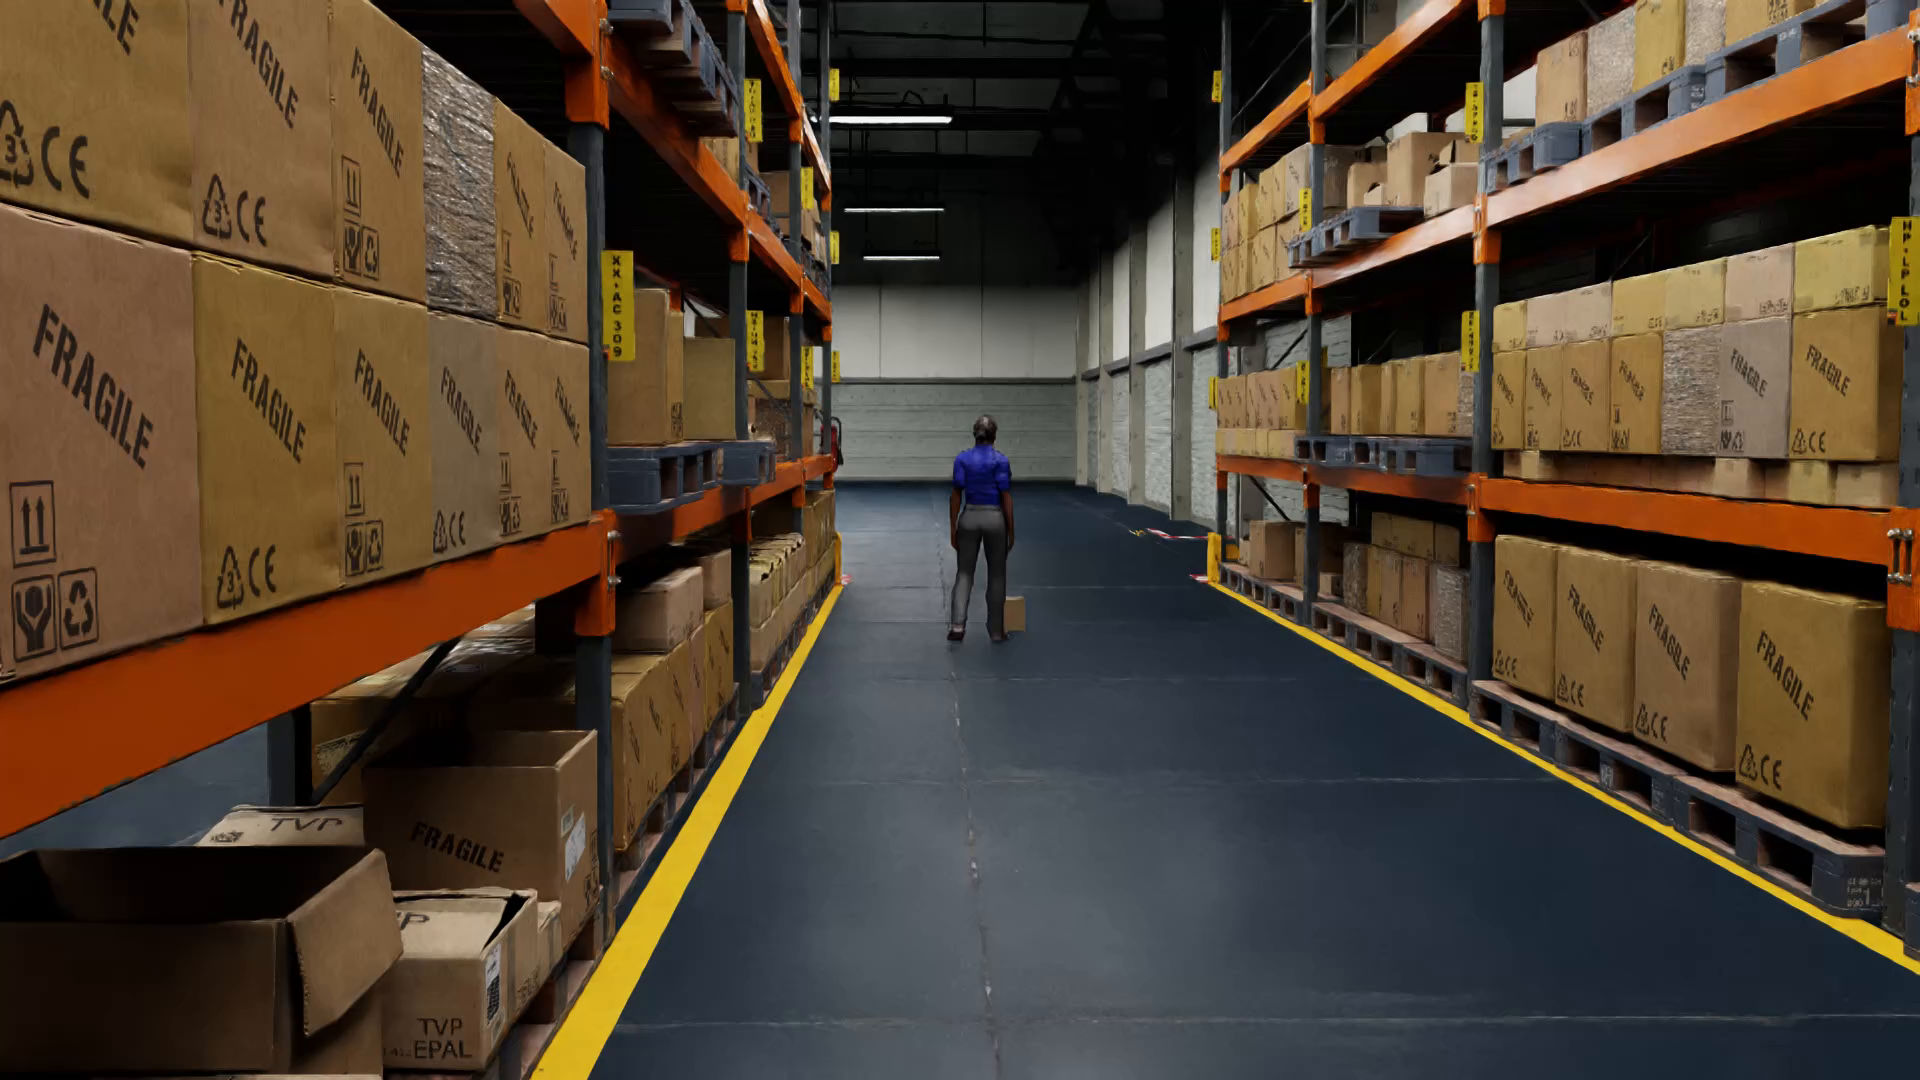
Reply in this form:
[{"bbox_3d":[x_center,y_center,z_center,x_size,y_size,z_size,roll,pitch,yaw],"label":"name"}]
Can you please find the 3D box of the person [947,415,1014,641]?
[{"bbox_3d":[0.167,-0.083,12.111,0.463,1.656,0.654,1,4,15],"label":"person"}]
